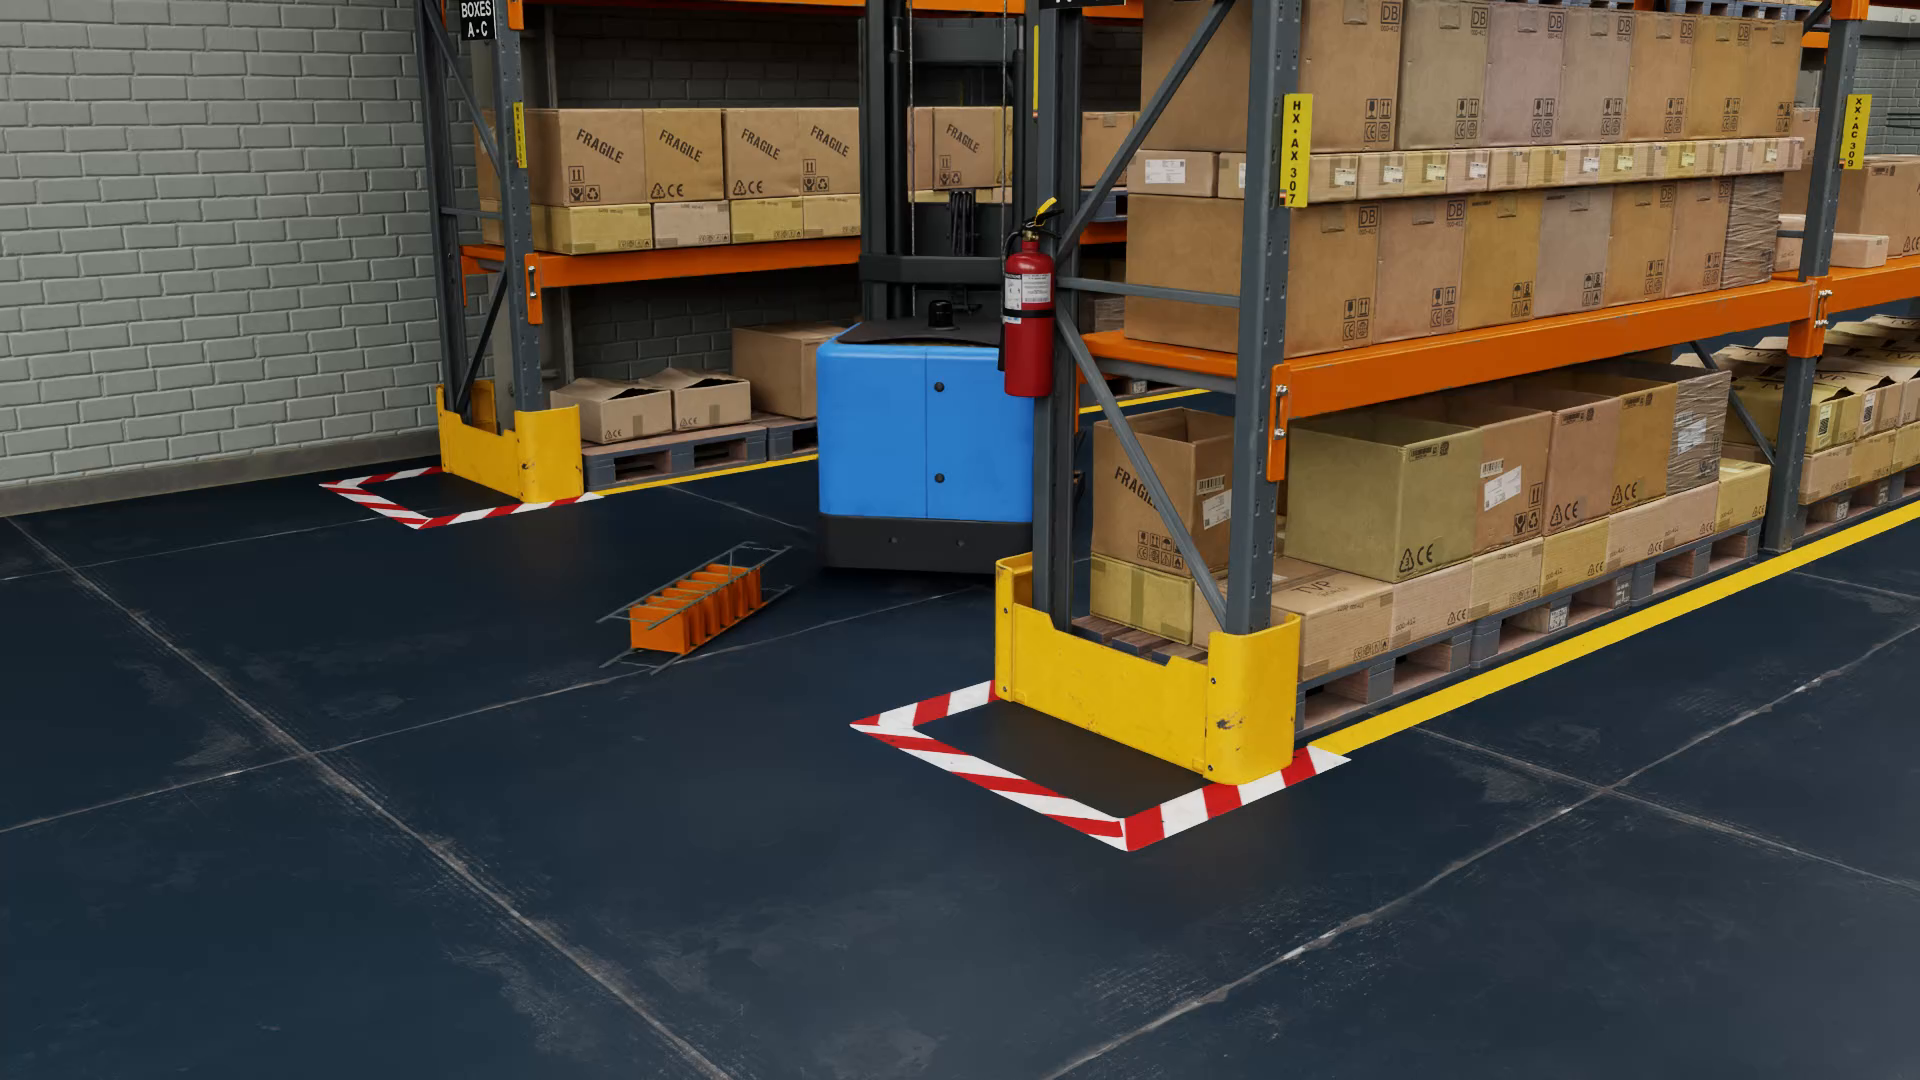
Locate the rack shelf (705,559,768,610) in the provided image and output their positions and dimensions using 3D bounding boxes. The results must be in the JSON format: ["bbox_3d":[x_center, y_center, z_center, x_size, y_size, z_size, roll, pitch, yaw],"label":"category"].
[{"bbox_3d":[-0.958,0.187,7.114,0.258,0.180,0.103,6,17,21],"label":"rack shelf"}]

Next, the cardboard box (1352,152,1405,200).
[{"bbox_3d":[1.268,-1.236,5.616,0.250,0.149,0.380,-13,20,-41],"label":"cardboard box"}]

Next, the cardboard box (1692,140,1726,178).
[{"bbox_3d":[3.005,-1.625,7.072,0.250,0.149,0.380,-13,20,-39],"label":"cardboard box"}]

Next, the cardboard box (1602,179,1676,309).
[{"bbox_3d":[2.546,-1.280,7.034,0.500,0.500,0.700,-12,19,-39],"label":"cardboard box"}]

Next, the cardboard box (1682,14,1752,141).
[{"bbox_3d":[2.940,-1.995,7.200,0.500,0.500,0.700,-13,20,-39],"label":"cardboard box"}]

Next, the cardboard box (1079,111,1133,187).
[{"bbox_3d":[0.803,-2.787,11.824,0.500,0.500,0.700,-13,19,-39],"label":"cardboard box"}]

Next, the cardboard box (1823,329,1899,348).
[{"bbox_3d":[5.304,-1.097,9.974,0.500,0.311,0.500,-13,20,-41],"label":"cardboard box"}]

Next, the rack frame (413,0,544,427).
[{"bbox_3d":[-2.621,-1.769,9.059,0.127,3.000,1.000,-13,19,-39],"label":"rack frame"}]

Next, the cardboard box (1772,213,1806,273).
[{"bbox_3d":[3.994,-1.502,8.351,0.500,0.250,0.500,-11,19,-36],"label":"cardboard box"}]

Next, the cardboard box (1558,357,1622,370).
[{"bbox_3d":[2.724,-0.615,7.803,0.500,0.500,0.500,-13,19,-39],"label":"cardboard box"}]

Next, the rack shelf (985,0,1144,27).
[{"bbox_3d":[1.905,-3.887,12.570,4.000,0.370,1.077,-13,19,-39],"label":"rack shelf"}]

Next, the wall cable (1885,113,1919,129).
[{"bbox_3d":[13.950,-6.766,22.159,0.112,2.526,3.097,-13,19,-39],"label":"wall cable"}]

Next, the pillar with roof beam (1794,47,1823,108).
[{"bbox_3d":[13.744,-7.165,17.637,0.400,9.000,9.100,-13,19,-39],"label":"pillar with roof beam"}]

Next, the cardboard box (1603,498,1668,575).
[{"bbox_3d":[2.694,-0.066,7.197,0.500,0.250,0.500,-13,19,-39],"label":"cardboard box"}]

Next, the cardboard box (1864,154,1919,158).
[{"bbox_3d":[5.414,-1.921,9.436,0.500,0.500,0.500,-14,20,-42],"label":"cardboard box"}]

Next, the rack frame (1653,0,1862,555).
[{"bbox_3d":[3.651,-1.483,7.988,0.127,3.000,1.000,-13,19,-39],"label":"rack frame"}]

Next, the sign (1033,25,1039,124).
[{"bbox_3d":[0.288,-1.587,5.675,0.005,0.325,0.100,-13,19,-39],"label":"sign"}]

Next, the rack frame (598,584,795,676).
[{"bbox_3d":[-1.061,0.348,6.884,0.240,0.006,1.200,6,17,21],"label":"rack frame"}]

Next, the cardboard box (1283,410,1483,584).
[{"bbox_3d":[1.560,-0.174,6.151,0.500,0.500,0.500,-13,19,-39],"label":"cardboard box"}]

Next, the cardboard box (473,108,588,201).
[{"bbox_3d":[-2.405,-2.189,9.433,0.500,0.500,0.500,-13,20,-40],"label":"cardboard box"}]

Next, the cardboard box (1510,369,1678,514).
[{"bbox_3d":[2.685,-0.430,7.110,0.500,0.500,0.500,-13,19,-39],"label":"cardboard box"}]

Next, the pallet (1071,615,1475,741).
[{"bbox_3d":[1.183,0.405,6.326,1.213,0.211,1.003,-13,19,-39],"label":"pallet"}]

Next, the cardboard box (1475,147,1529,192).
[{"bbox_3d":[1.849,-1.366,6.102,0.250,0.149,0.380,-14,20,-41],"label":"cardboard box"}]

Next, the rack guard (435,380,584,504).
[{"bbox_3d":[-2.564,-0.574,9.430,0.348,0.500,1.175,-13,19,-39],"label":"rack guard"}]

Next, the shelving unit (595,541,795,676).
[{"bbox_3d":[-1.062,0.260,6.859,0.258,0.189,1.200,6,17,21],"label":"shelving unit"}]

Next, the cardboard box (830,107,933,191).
[{"bbox_3d":[-0.517,-2.437,10.358,0.500,0.500,0.500,-13,20,-41],"label":"cardboard box"}]

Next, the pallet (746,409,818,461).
[{"bbox_3d":[-1.008,-0.771,10.726,1.213,0.211,1.003,-13,19,-39],"label":"pallet"}]

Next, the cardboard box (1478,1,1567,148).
[{"bbox_3d":[1.807,-1.741,6.249,0.500,0.500,0.700,-13,19,-39],"label":"cardboard box"}]

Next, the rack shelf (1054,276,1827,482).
[{"bbox_3d":[2.142,-0.796,6.812,4.000,0.370,1.077,-13,19,-39],"label":"rack shelf"}]

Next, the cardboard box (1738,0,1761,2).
[{"bbox_3d":[7.902,-5.667,17.124,0.500,0.250,0.500,-13,20,-41],"label":"cardboard box"}]

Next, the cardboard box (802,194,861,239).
[{"bbox_3d":[-0.891,-1.988,10.131,0.500,0.250,0.500,-12,19,-39],"label":"cardboard box"}]

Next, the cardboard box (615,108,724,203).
[{"bbox_3d":[-1.684,-2.172,9.369,0.500,0.500,0.500,-13,19,-39],"label":"cardboard box"}]

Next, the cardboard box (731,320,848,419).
[{"bbox_3d":[-1.024,-1.084,10.488,0.500,0.500,0.700,-14,21,-43],"label":"cardboard box"}]

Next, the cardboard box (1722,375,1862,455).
[{"bbox_3d":[4.126,-0.649,8.297,0.500,0.311,0.500,-13,19,-39],"label":"cardboard box"}]

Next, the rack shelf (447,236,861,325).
[{"bbox_3d":[-1.112,-1.760,10.420,4.000,0.370,1.077,-13,19,-39],"label":"rack shelf"}]

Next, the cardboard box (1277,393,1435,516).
[{"bbox_3d":[1.588,-0.363,6.857,0.500,0.500,0.500,-13,19,-39],"label":"cardboard box"}]

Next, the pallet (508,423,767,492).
[{"bbox_3d":[-1.928,-0.565,9.956,1.213,0.211,1.003,-13,19,-39],"label":"pallet"}]

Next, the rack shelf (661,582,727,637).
[{"bbox_3d":[-1.089,0.280,6.792,0.258,0.180,0.103,6,17,21],"label":"rack shelf"}]

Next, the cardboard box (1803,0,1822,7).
[{"bbox_3d":[9.071,-5.931,18.113,0.500,0.250,0.500,-12,19,-38],"label":"cardboard box"}]

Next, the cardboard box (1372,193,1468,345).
[{"bbox_3d":[1.387,-1.020,6.061,0.500,0.500,0.700,-12,19,-38],"label":"cardboard box"}]

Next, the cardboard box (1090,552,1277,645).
[{"bbox_3d":[0.844,0.172,6.307,0.500,0.250,0.500,-13,19,-39],"label":"cardboard box"}]

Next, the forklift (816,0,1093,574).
[{"bbox_3d":[0.086,-1.592,8.530,1.130,2.935,3.031,2,15,9],"label":"forklift"}]

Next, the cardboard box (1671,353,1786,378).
[{"bbox_3d":[4.157,-0.842,9.016,0.500,0.311,0.500,-12,19,-38],"label":"cardboard box"}]

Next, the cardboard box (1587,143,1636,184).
[{"bbox_3d":[2.429,-1.496,6.588,0.250,0.149,0.380,-12,19,-38],"label":"cardboard box"}]

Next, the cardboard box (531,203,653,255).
[{"bbox_3d":[-2.044,-1.727,9.154,0.500,0.250,0.500,-13,20,-41],"label":"cardboard box"}]

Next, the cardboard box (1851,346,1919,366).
[{"bbox_3d":[5.285,-0.910,9.272,0.500,0.311,0.500,-12,19,-38],"label":"cardboard box"}]

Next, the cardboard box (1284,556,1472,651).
[{"bbox_3d":[1.559,0.188,6.249,0.500,0.250,0.500,-13,19,-39],"label":"cardboard box"}]

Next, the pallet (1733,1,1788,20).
[{"bbox_3d":[7.976,-5.550,17.575,1.213,0.211,1.003,-13,19,-39],"label":"pallet"}]

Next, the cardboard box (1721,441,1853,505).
[{"bbox_3d":[4.118,-0.377,8.364,0.500,0.250,0.500,-13,20,-41],"label":"cardboard box"}]

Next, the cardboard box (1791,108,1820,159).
[{"bbox_3d":[9.071,-4.536,18.837,0.700,0.700,0.980,-12,19,-37],"label":"cardboard box"}]

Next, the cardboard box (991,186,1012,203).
[{"bbox_3d":[0.238,-2.244,11.091,0.500,0.250,0.500,-13,19,-39],"label":"cardboard box"}]

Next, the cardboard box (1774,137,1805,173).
[{"bbox_3d":[3.587,-1.756,7.562,0.250,0.149,0.380,-13,20,-39],"label":"cardboard box"}]

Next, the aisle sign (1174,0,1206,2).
[{"bbox_3d":[0.785,-1.990,4.850,0.004,0.787,0.394,-13,19,-39],"label":"aisle sign"}]

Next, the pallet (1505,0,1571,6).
[{"bbox_3d":[4.707,-4.791,14.928,1.213,0.211,1.003,-12,19,-37],"label":"pallet"}]
